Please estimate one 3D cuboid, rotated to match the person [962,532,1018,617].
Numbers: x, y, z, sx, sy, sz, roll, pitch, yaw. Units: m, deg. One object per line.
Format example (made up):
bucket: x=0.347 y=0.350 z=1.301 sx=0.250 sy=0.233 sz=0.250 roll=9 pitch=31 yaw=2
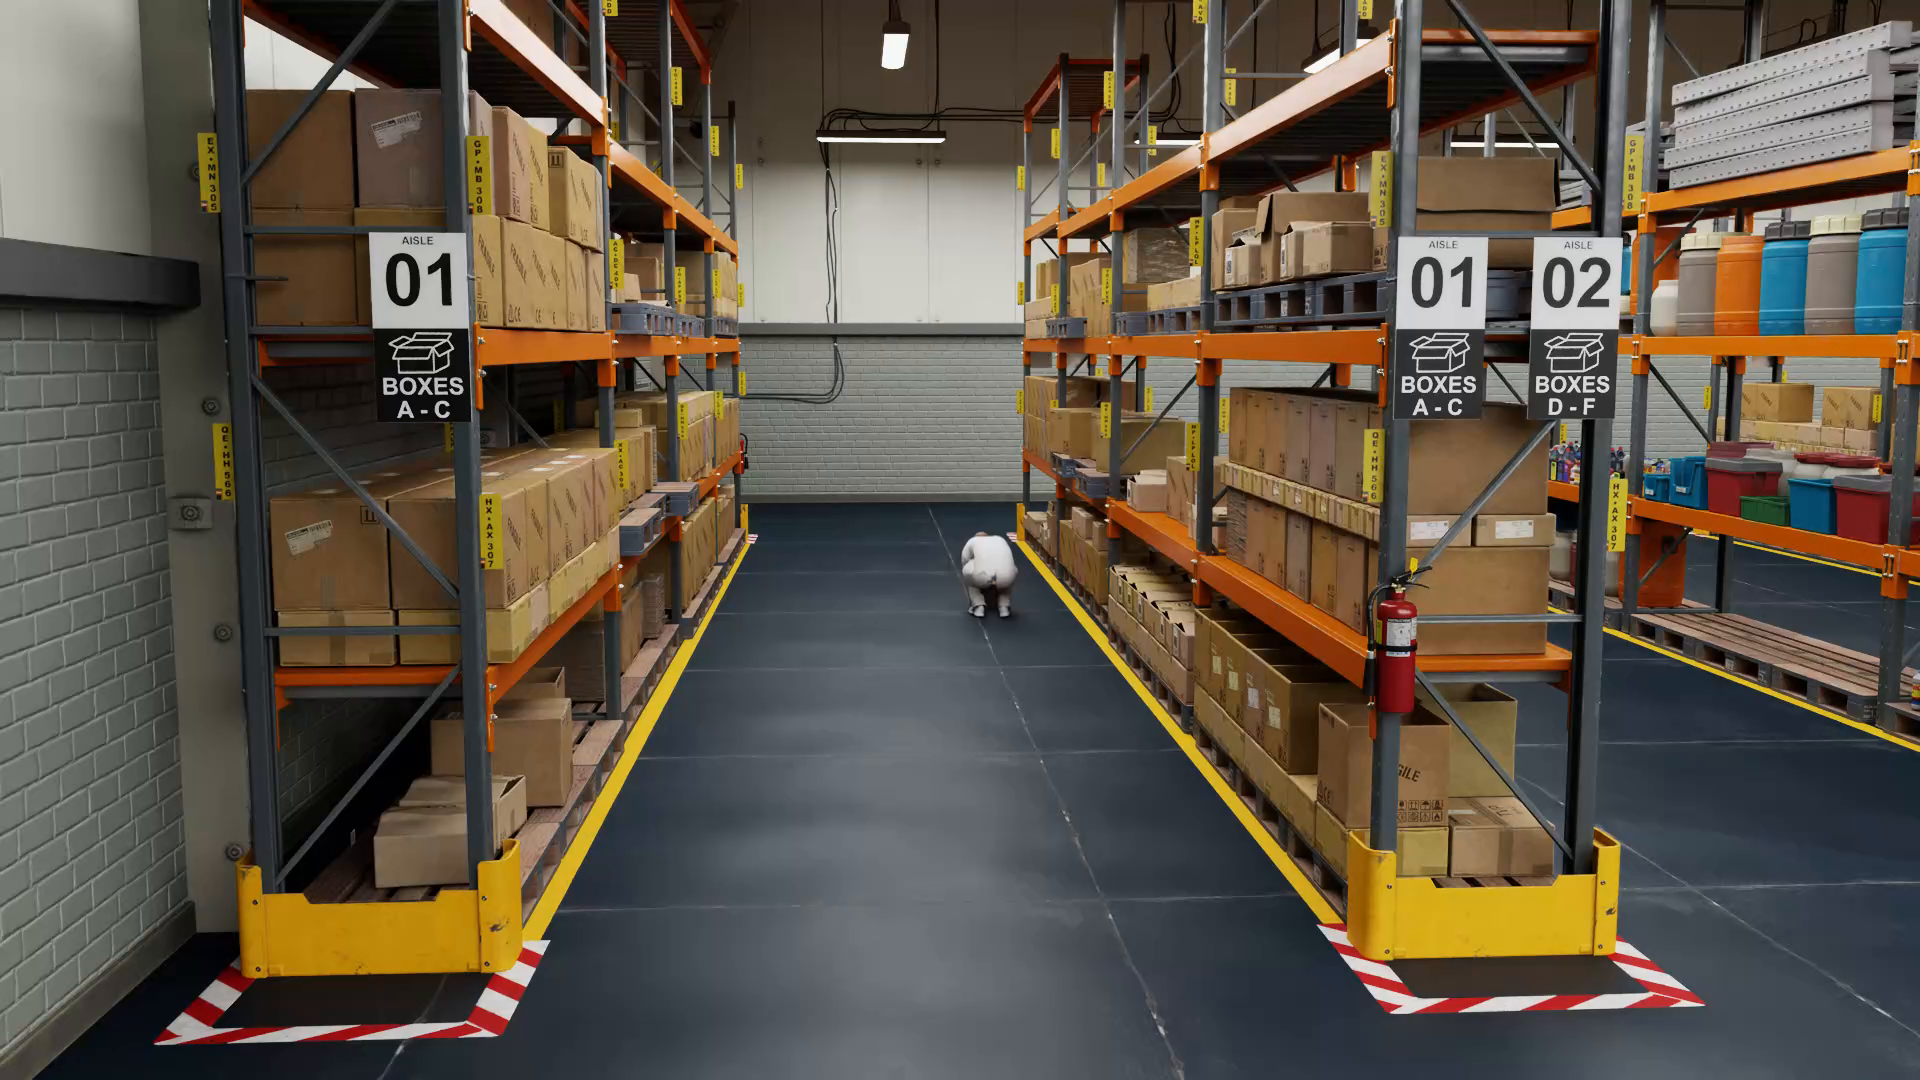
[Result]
person: x=0.303 y=0.374 z=17.027 sx=0.577 sy=0.823 sz=0.935 roll=-1 pitch=7 yaw=-5
